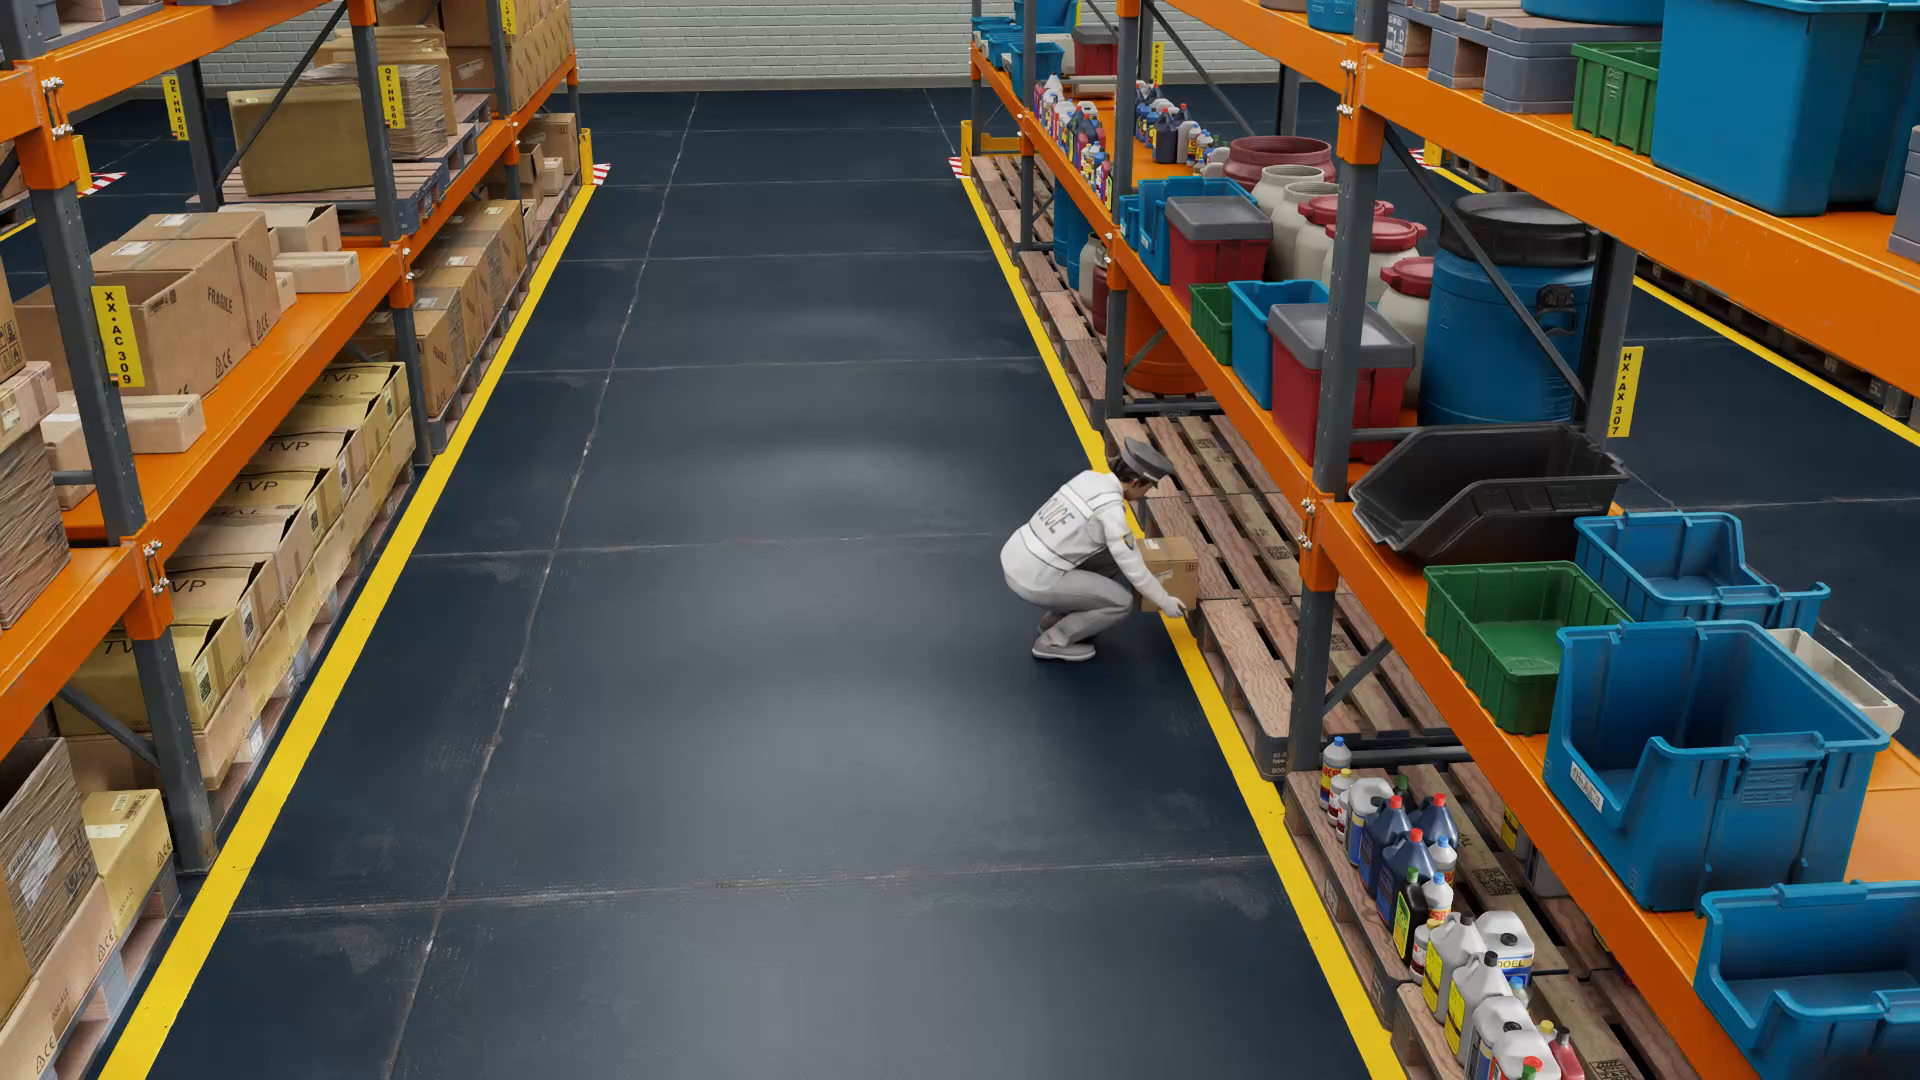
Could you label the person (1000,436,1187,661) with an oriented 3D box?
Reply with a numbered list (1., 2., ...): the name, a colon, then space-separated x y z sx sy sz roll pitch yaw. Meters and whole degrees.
1. person: 0.592 0.035 7.403 0.819 0.965 0.497 -2 24 -5
